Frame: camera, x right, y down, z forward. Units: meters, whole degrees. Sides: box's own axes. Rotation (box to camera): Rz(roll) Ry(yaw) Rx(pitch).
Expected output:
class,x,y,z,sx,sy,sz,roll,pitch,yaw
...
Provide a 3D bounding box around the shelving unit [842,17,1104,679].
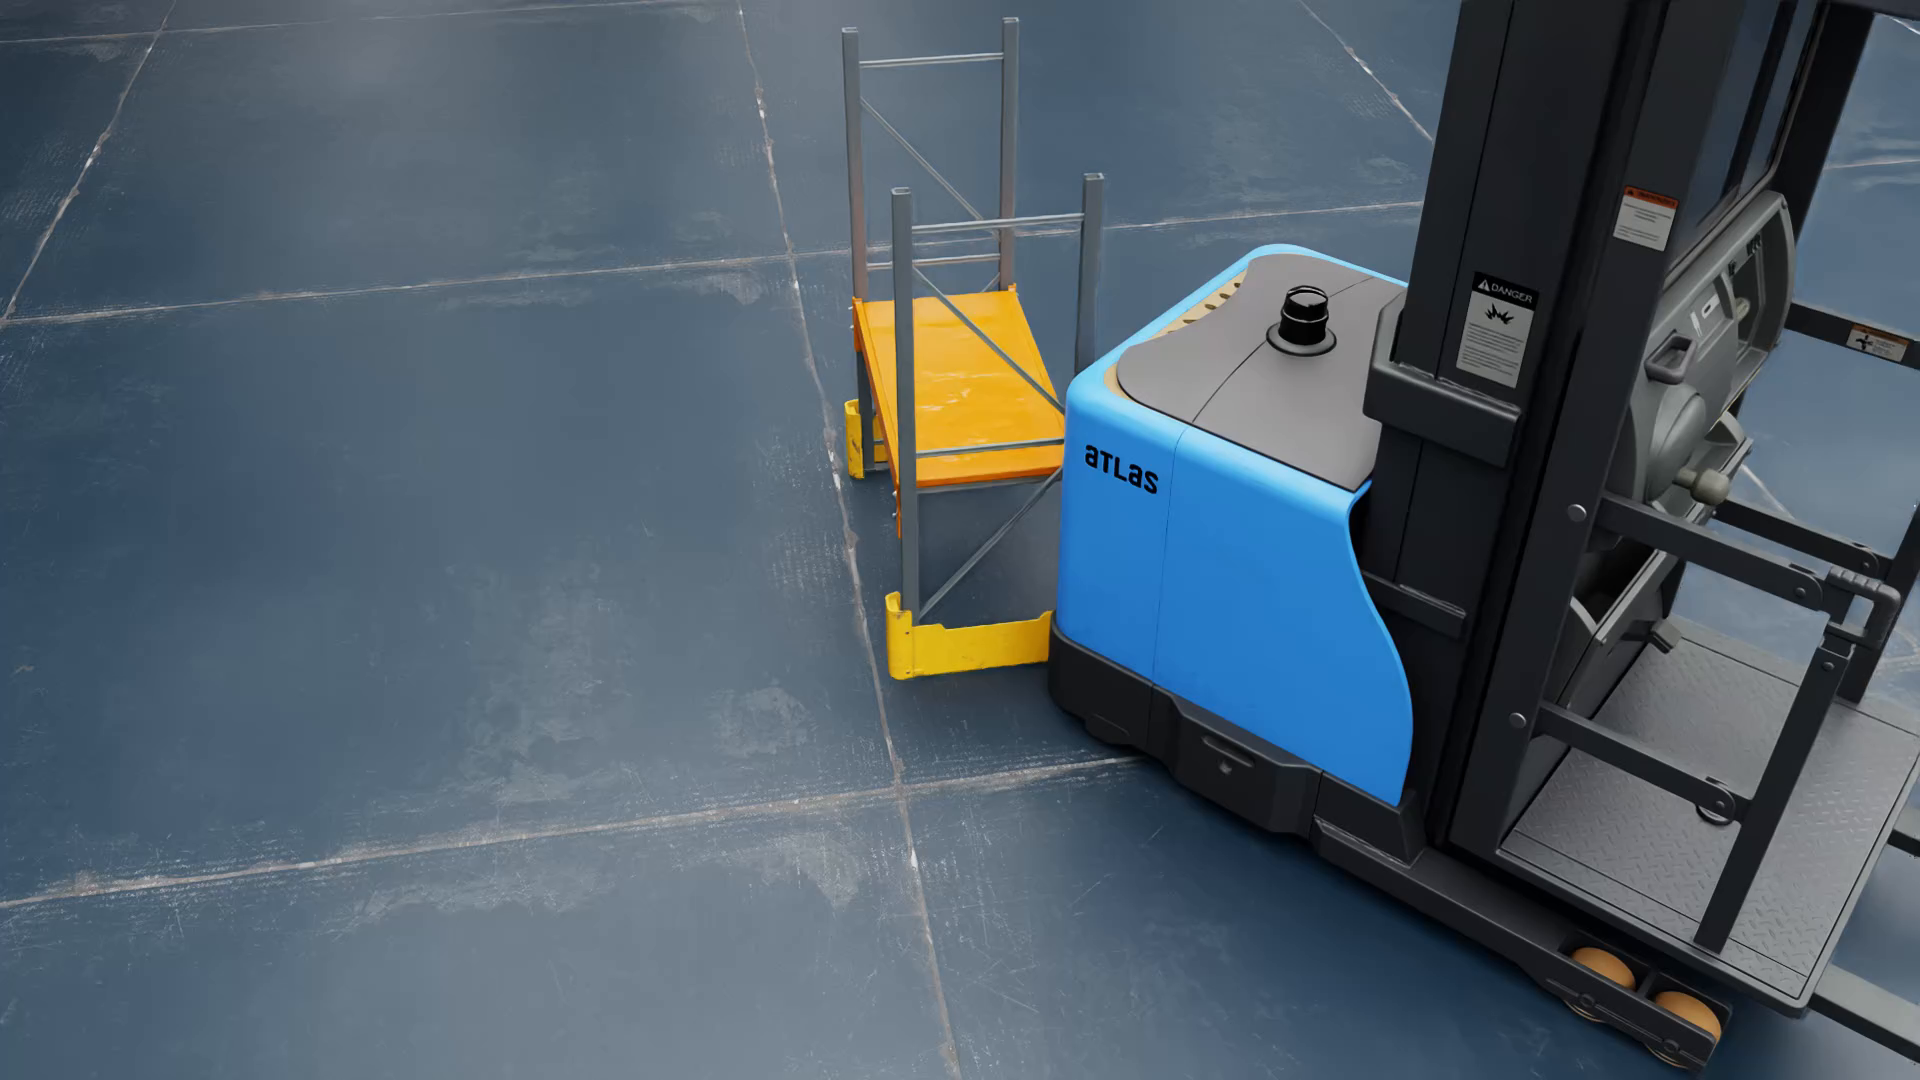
class,x,y,z,sx,sy,sz,roll,pitch,yaw
shelving unit,0.002,-0.552,4.738,0.587,1.500,1.083,-6,38,-8

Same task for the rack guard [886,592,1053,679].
class,x,y,z,sx,sy,sz,roll,pitch,yaw
rack guard,0.086,0.243,4.733,0.587,0.250,0.087,-6,38,-8

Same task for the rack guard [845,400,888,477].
class,x,y,z,sx,sy,sz,roll,pitch,yaw
rack guard,-0.081,-0.359,5.509,0.587,0.250,0.087,-6,38,-8

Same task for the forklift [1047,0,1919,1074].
class,x,y,z,sx,sy,sz,roll,pitch,yaw
forklift,1.705,-0.348,3.309,3.031,2.935,1.130,26,45,30

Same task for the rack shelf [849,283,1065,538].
class,x,y,z,sx,sy,sz,roll,pitch,yaw
rack shelf,0.004,-0.404,4.841,0.538,0.185,1.000,-6,38,-8

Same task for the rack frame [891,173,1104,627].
class,x,y,z,sx,sy,sz,roll,pitch,yaw
rack frame,0.089,-0.239,4.335,0.500,1.500,0.032,-6,38,-8

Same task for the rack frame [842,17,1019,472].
class,x,y,z,sx,sy,sz,roll,pitch,yaw
rack frame,-0.082,-0.854,5.126,0.500,1.500,0.032,-6,38,-8
